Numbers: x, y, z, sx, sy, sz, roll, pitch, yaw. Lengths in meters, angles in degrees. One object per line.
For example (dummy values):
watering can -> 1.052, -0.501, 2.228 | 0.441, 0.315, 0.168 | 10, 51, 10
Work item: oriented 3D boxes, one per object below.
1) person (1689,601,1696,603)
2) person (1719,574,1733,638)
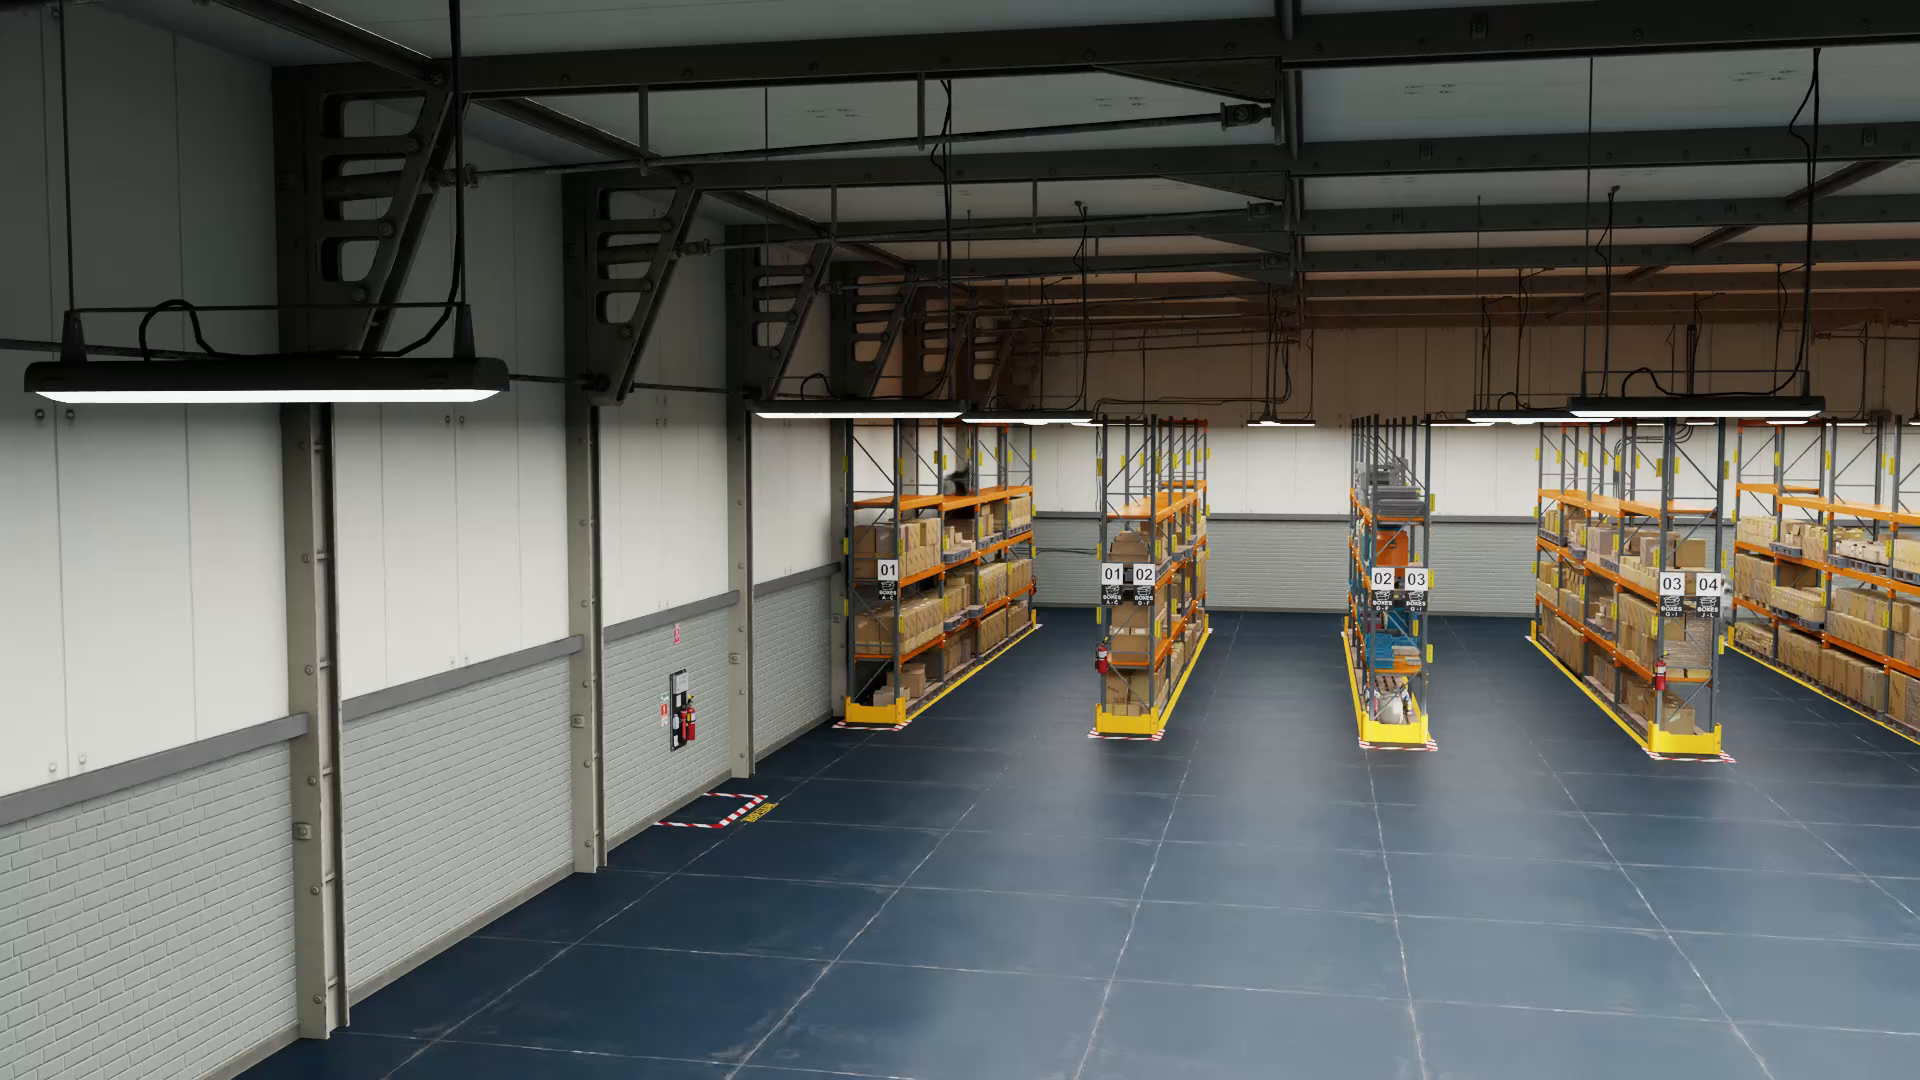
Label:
person -> 19.598, 1.883, 44.921 | 0.925, 1.699, 0.716 | -2, 4, -25
person -> 20.636, 1.843, 45.090 | 0.750, 1.851, 0.715 | -1, 4, -15
